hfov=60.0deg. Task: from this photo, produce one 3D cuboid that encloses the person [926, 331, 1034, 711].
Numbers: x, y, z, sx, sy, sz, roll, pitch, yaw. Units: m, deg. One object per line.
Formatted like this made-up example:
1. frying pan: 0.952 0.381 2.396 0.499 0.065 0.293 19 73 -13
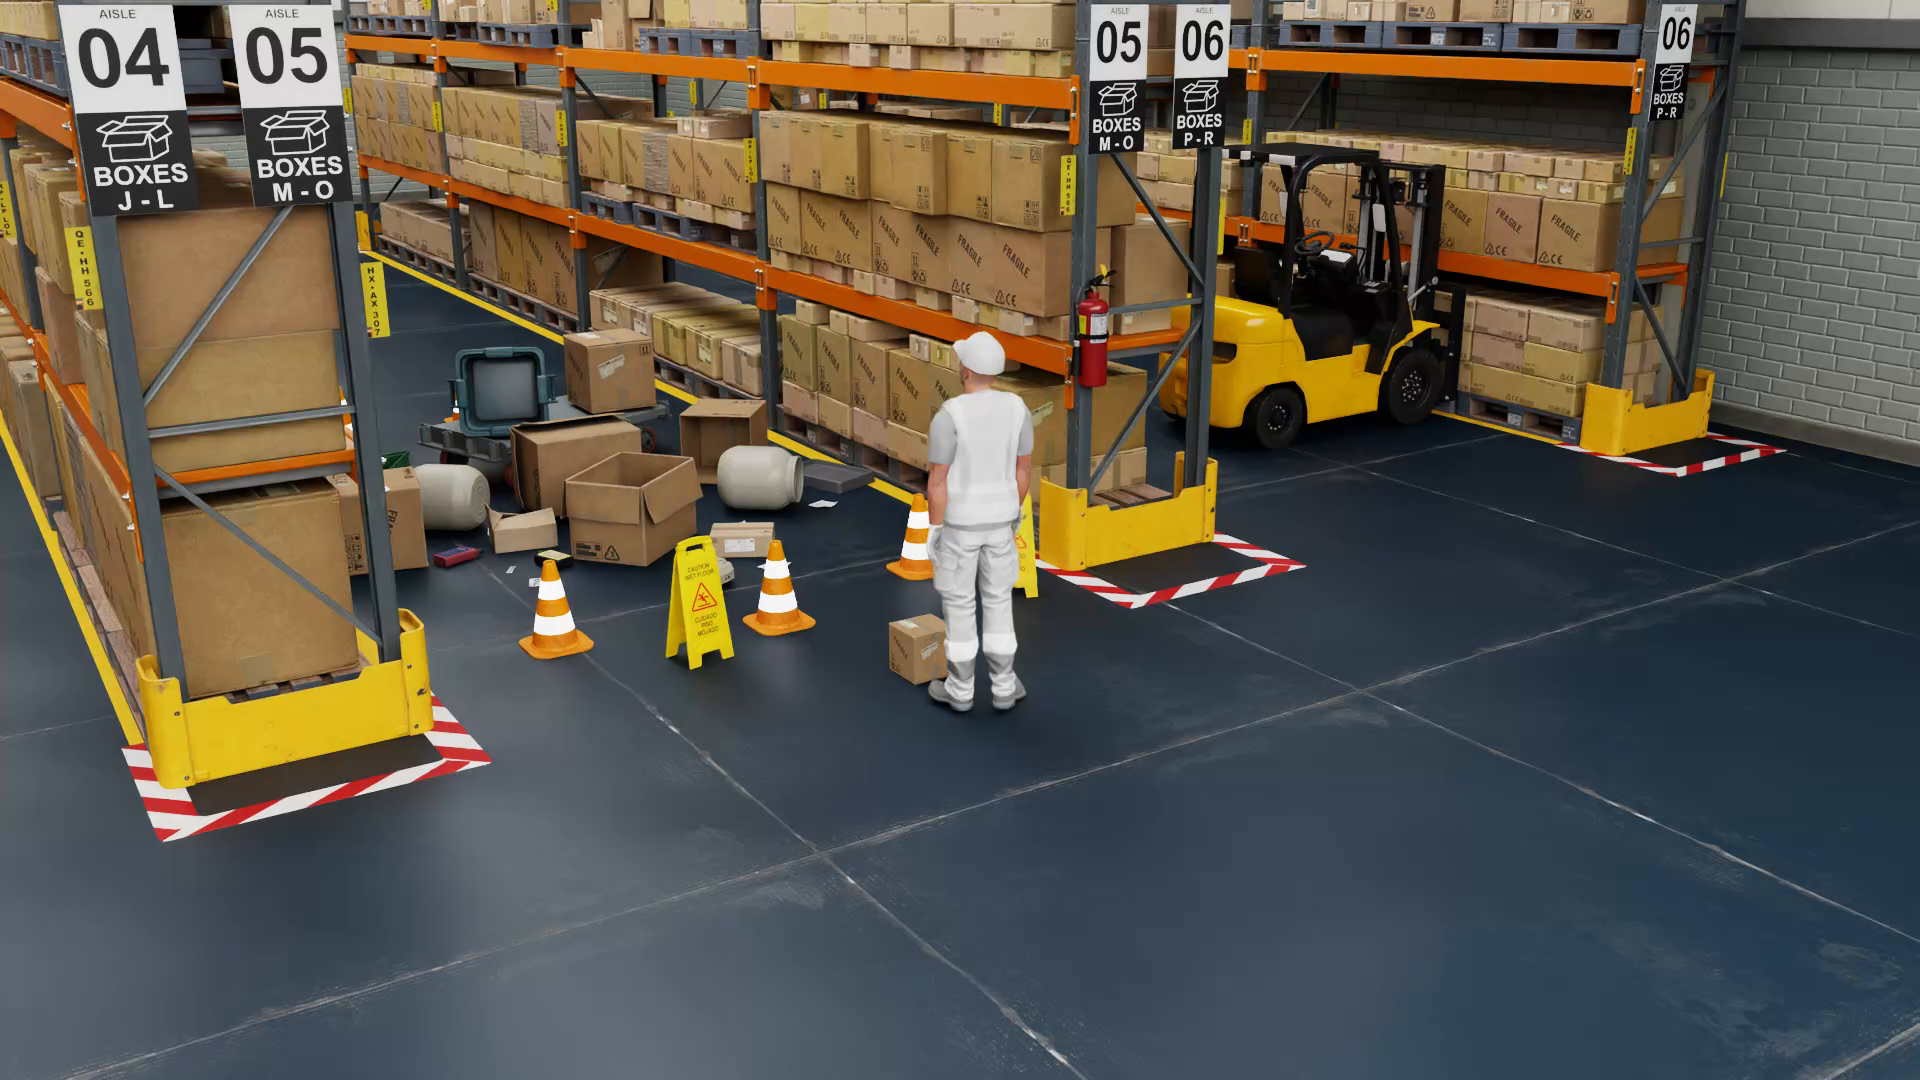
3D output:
1. person: 0.069 -0.082 7.699 0.549 1.790 0.399 -8 20 -24
